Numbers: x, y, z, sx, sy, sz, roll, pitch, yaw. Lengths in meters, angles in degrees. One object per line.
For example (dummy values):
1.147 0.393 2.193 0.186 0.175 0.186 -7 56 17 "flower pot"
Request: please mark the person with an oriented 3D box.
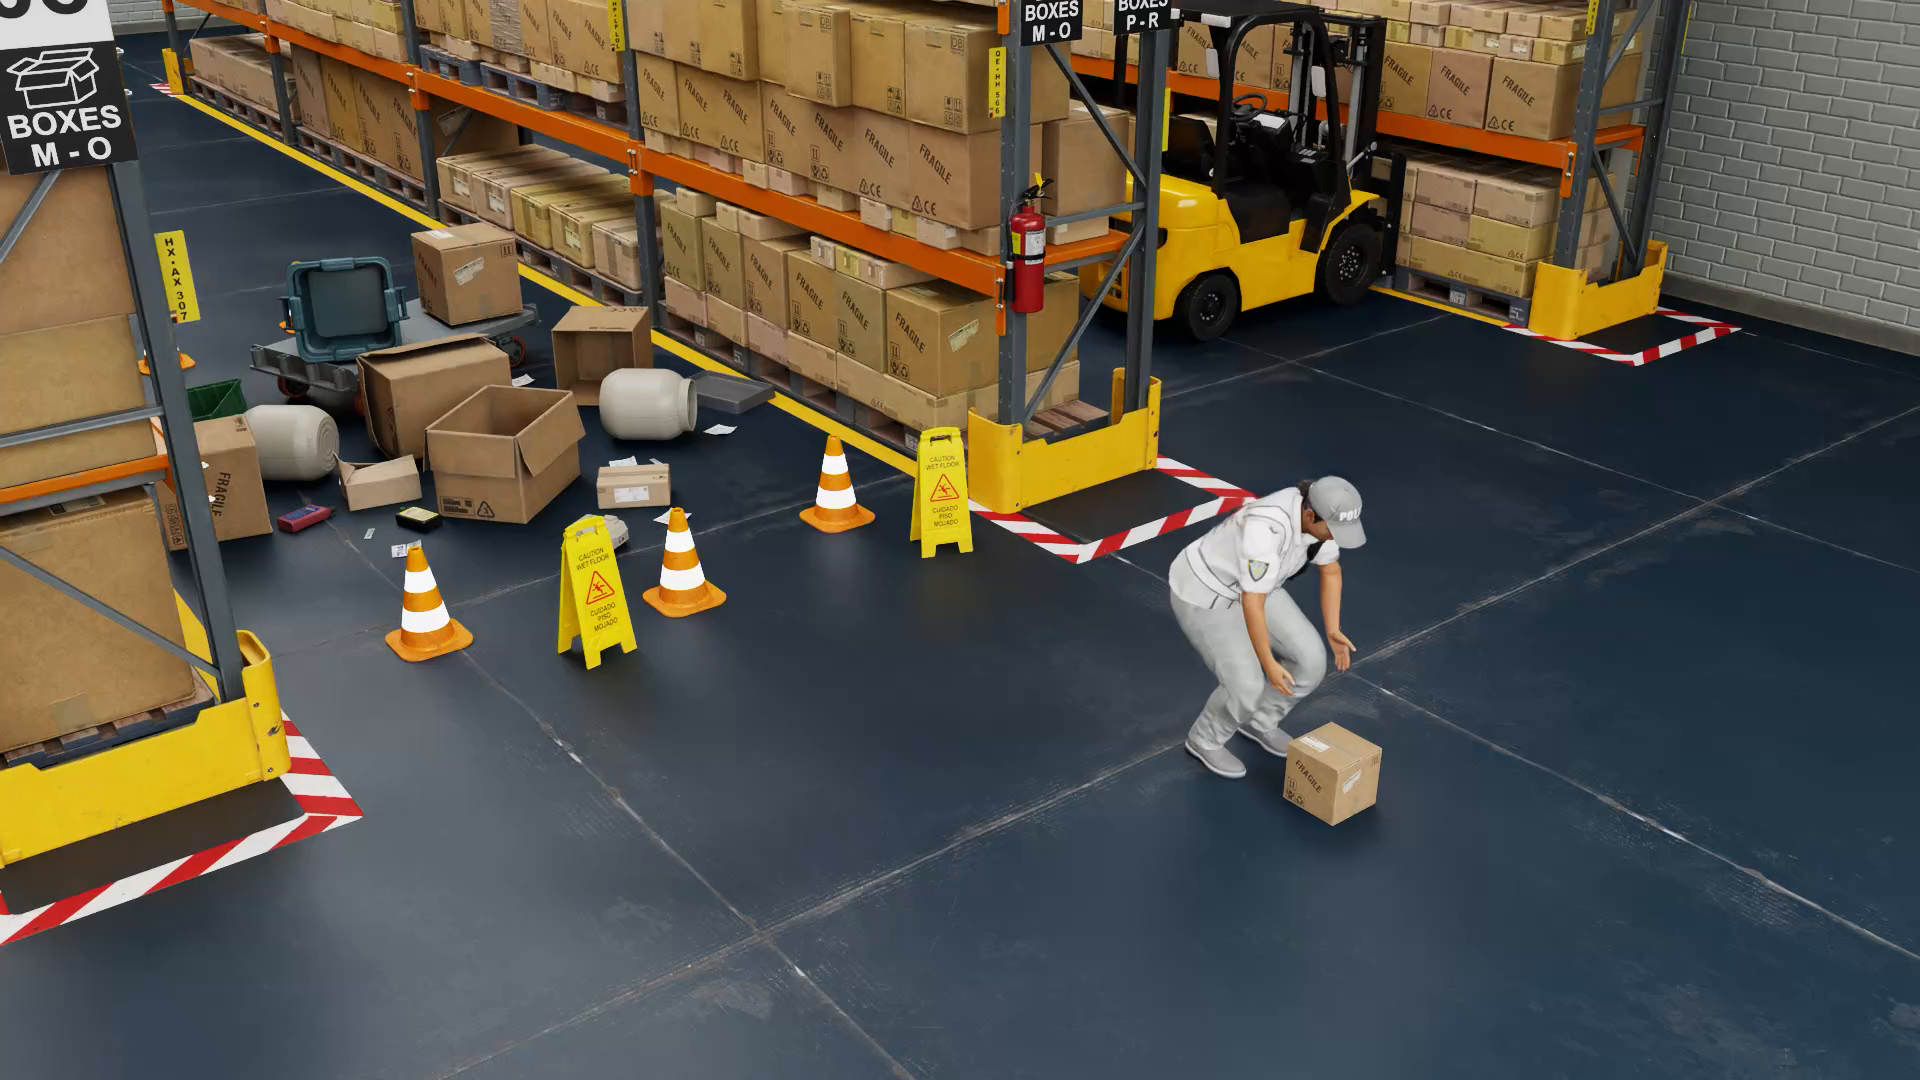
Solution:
1.194 0.281 6.450 0.537 1.294 0.773 -18 30 -34 "person"
